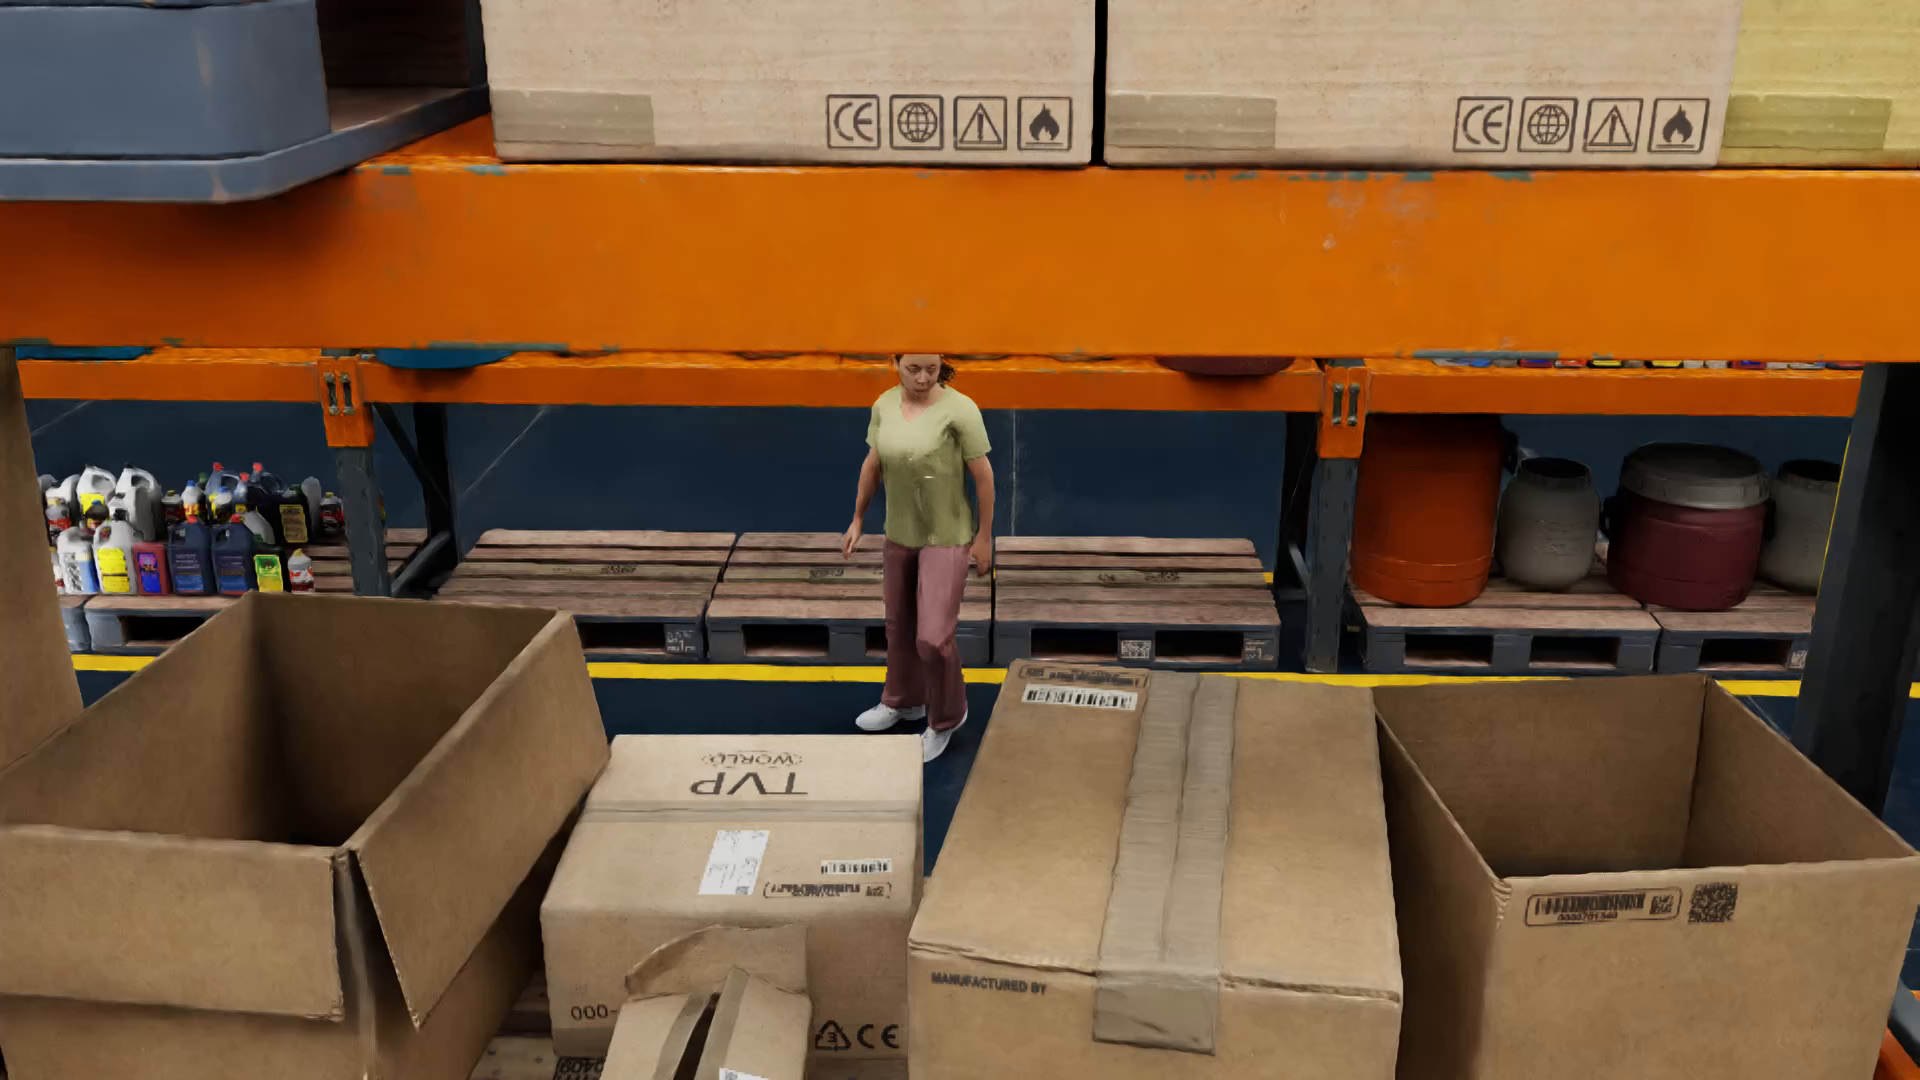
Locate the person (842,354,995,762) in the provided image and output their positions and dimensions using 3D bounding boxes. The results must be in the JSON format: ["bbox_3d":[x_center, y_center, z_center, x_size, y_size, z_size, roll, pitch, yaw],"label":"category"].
[{"bbox_3d":[-0.158,-0.003,6.076,0.572,1.683,0.383,16,26,36],"label":"person"}]
